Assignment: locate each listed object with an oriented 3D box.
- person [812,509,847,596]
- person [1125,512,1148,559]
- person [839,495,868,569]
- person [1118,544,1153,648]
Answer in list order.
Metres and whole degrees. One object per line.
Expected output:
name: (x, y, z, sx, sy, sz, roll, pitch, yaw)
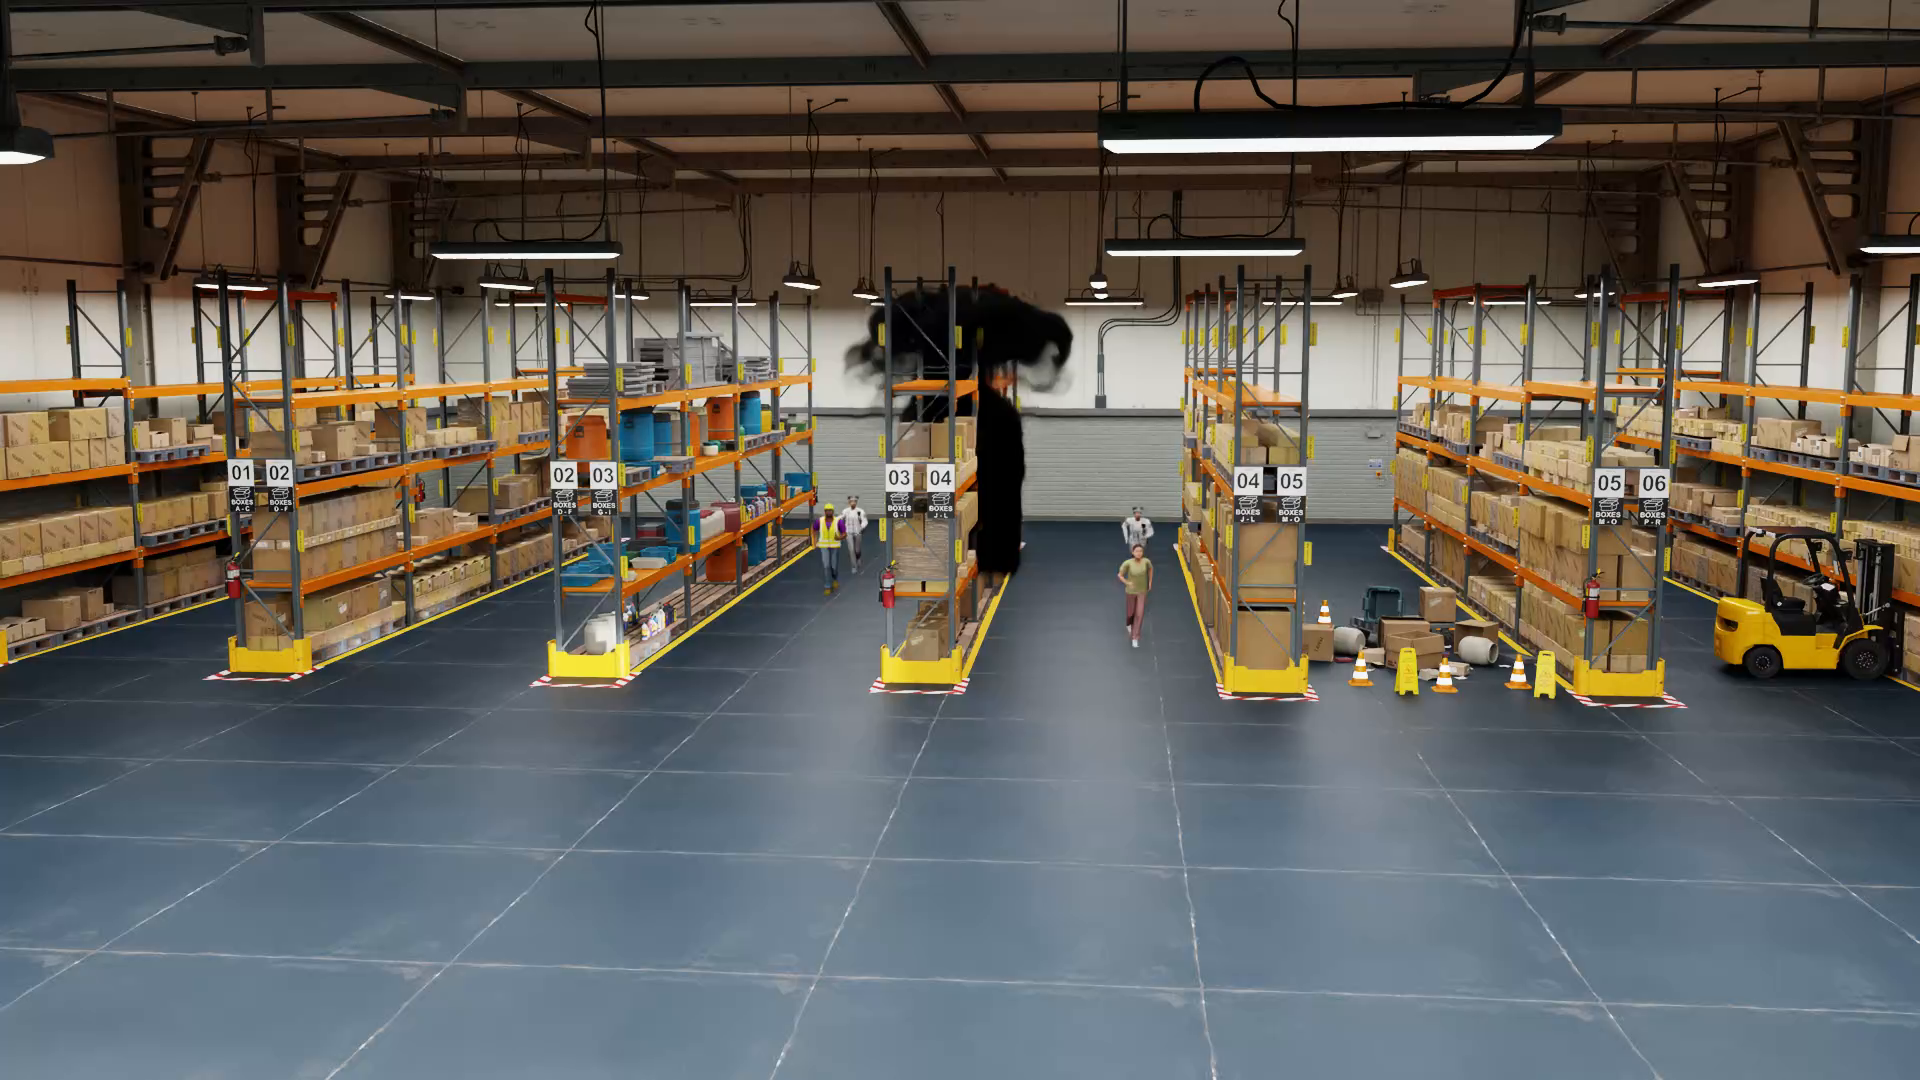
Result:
person: (-2.562, 0.180, 32.647, 0.698, 1.736, 0.853, 0, 7, -1)
person: (3.546, 0.146, 33.438, 0.468, 1.656, 1.025, 0, 7, 0)
person: (-2.297, -0.166, 35.566, 0.649, 1.605, 0.417, -1, 7, -4)
person: (2.886, 0.876, 27.302, 0.601, 1.661, 0.952, 0, 7, -4)
